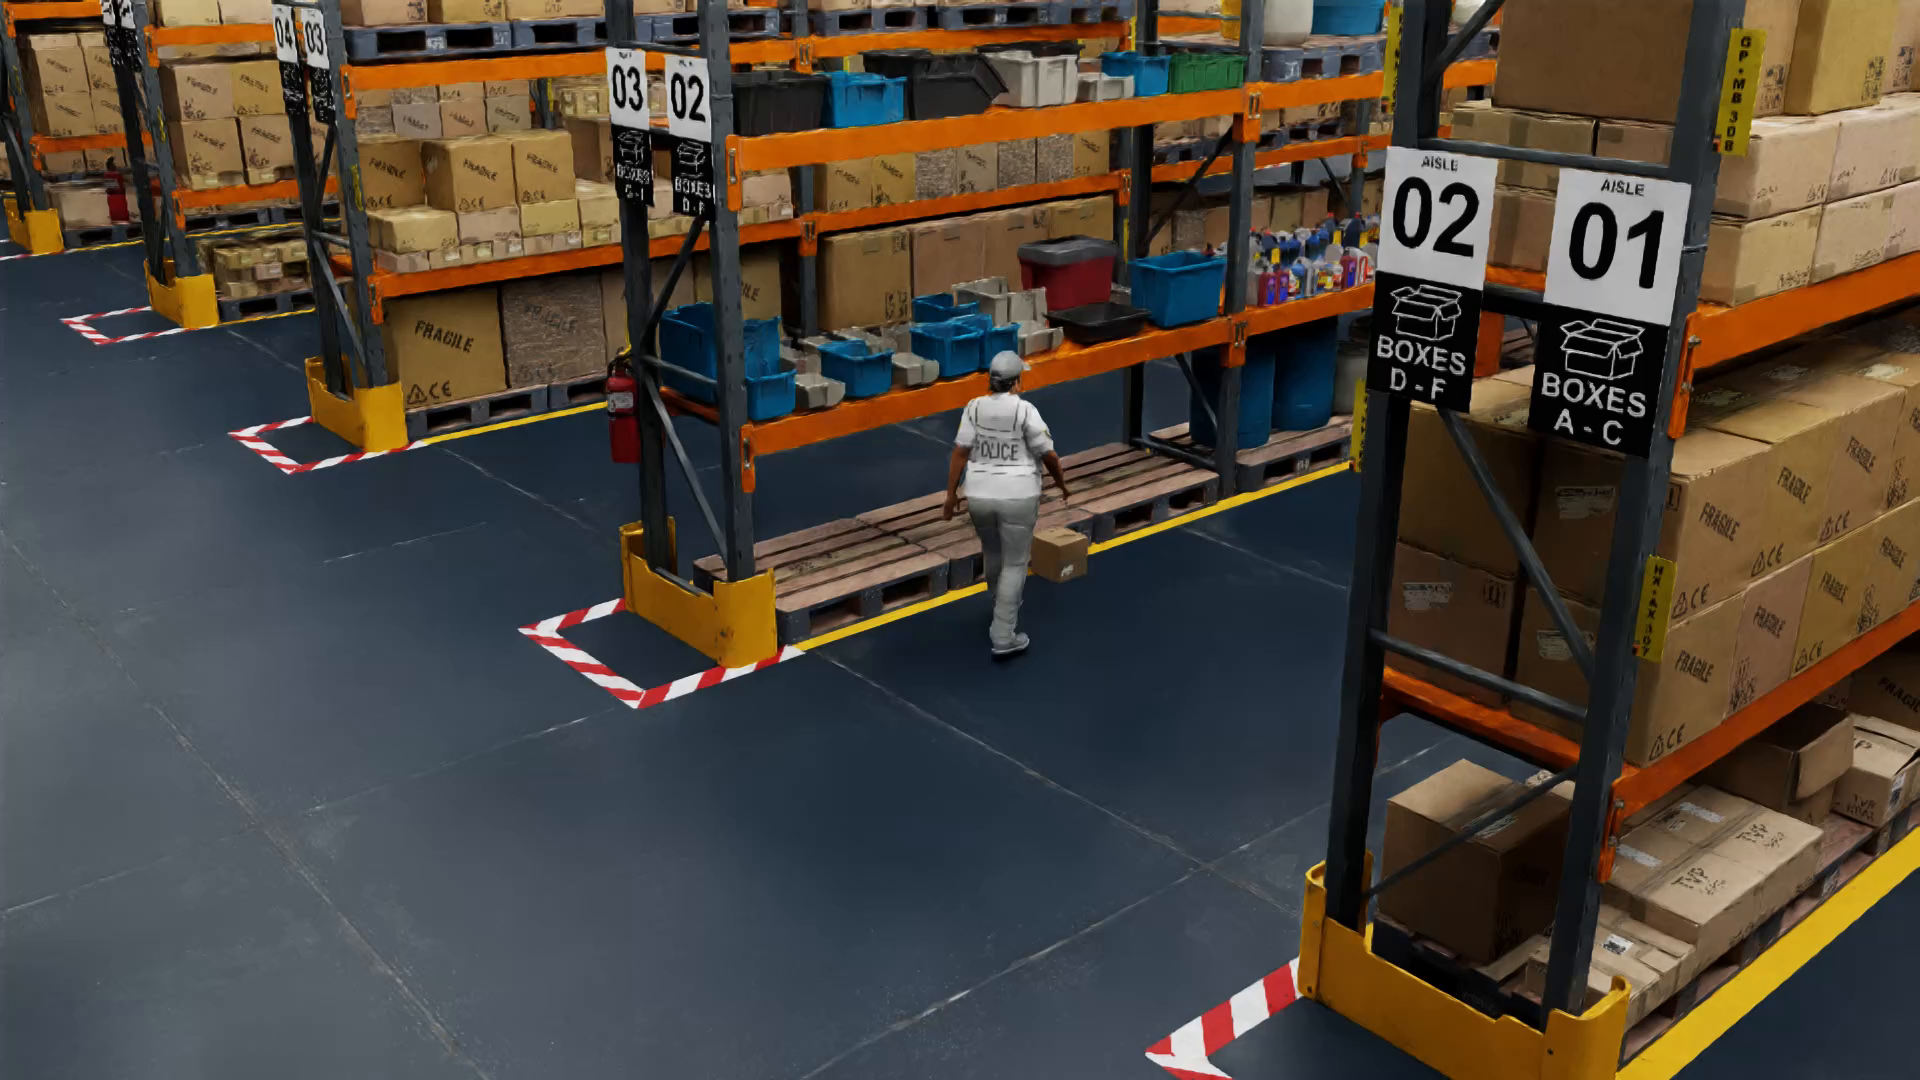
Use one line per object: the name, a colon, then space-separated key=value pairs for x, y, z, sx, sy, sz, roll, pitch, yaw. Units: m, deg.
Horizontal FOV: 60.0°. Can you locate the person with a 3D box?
person: x=0.256 y=-0.254 z=9.226 sx=0.604 sy=1.644 sz=0.826 roll=10 pitch=23 yaw=23
